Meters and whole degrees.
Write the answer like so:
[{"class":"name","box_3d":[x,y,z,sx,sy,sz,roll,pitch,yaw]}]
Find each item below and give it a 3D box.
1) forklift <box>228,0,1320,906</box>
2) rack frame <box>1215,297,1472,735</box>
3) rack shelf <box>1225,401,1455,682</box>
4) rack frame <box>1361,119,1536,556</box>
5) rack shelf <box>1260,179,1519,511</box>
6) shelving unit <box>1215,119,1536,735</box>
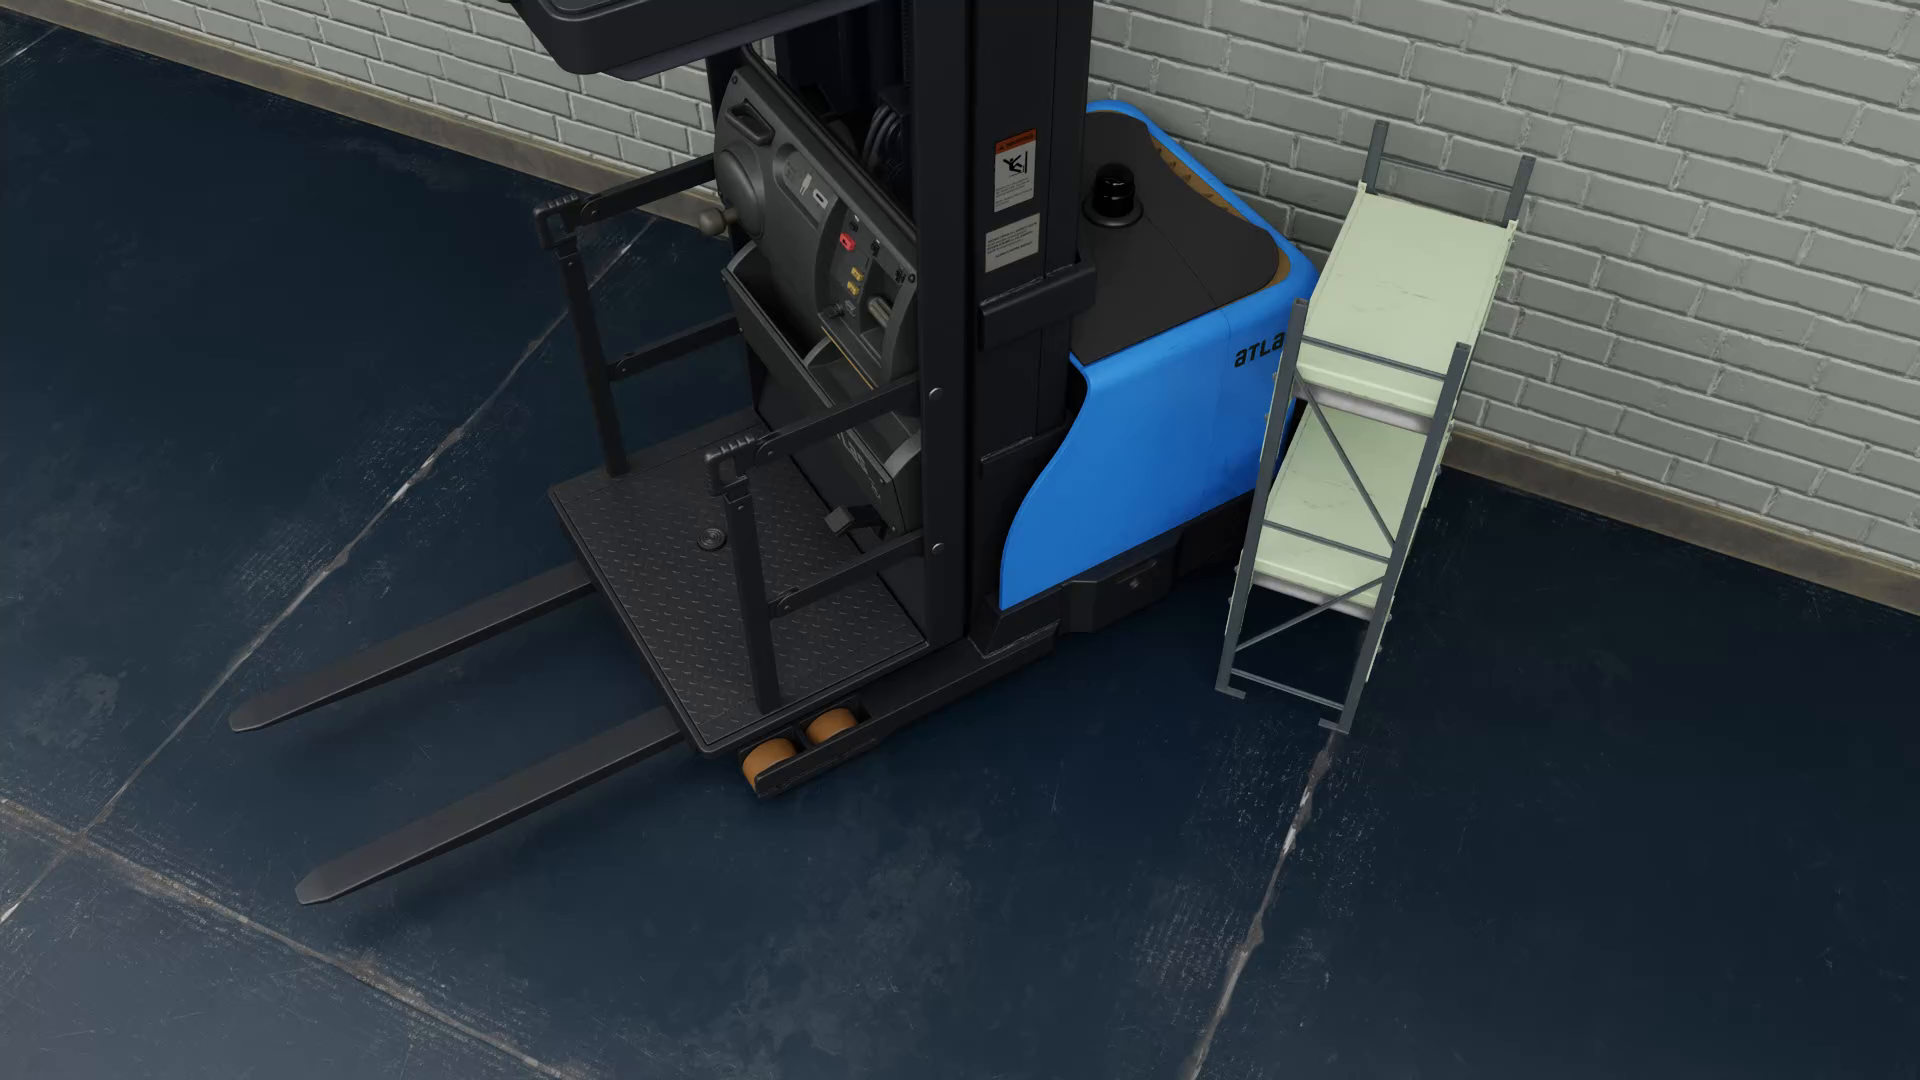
[{"class":"forklift","box_3d":[-0.535,-0.702,3.923,3.031,2.935,1.130,-25,54,-20]},{"class":"rack frame","box_3d":[0.934,0.007,4.260,0.400,1.500,0.023,18,52,15]},{"class":"rack shelf","box_3d":[1.081,-0.038,4.725,0.431,0.370,0.720,18,52,15]},{"class":"rack frame","box_3d":[1.227,-0.505,4.695,0.400,1.500,0.023,18,52,15]},{"class":"rack shelf","box_3d":[1.081,-0.502,4.180,0.431,0.370,0.720,18,52,15]},{"class":"shelving unit","box_3d":[1.081,-0.249,4.477,0.431,1.500,0.755,18,52,15]}]
